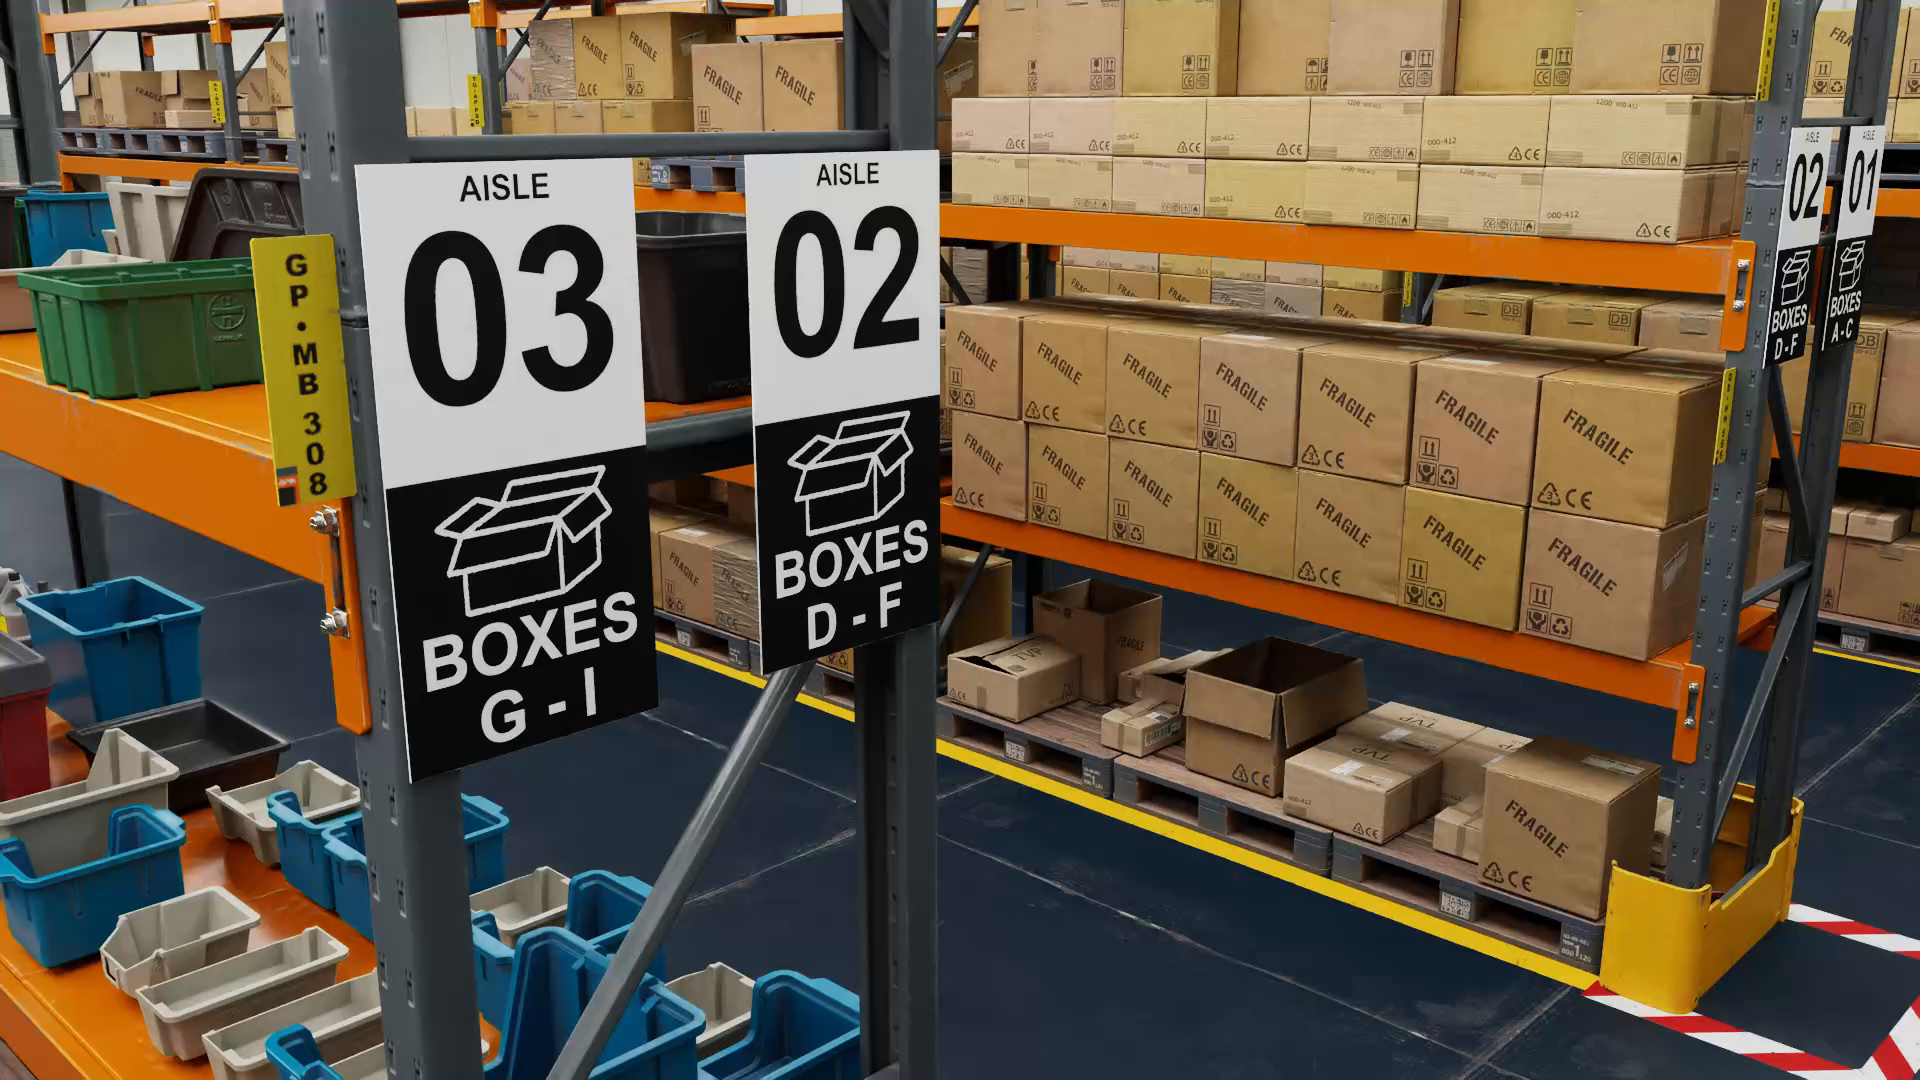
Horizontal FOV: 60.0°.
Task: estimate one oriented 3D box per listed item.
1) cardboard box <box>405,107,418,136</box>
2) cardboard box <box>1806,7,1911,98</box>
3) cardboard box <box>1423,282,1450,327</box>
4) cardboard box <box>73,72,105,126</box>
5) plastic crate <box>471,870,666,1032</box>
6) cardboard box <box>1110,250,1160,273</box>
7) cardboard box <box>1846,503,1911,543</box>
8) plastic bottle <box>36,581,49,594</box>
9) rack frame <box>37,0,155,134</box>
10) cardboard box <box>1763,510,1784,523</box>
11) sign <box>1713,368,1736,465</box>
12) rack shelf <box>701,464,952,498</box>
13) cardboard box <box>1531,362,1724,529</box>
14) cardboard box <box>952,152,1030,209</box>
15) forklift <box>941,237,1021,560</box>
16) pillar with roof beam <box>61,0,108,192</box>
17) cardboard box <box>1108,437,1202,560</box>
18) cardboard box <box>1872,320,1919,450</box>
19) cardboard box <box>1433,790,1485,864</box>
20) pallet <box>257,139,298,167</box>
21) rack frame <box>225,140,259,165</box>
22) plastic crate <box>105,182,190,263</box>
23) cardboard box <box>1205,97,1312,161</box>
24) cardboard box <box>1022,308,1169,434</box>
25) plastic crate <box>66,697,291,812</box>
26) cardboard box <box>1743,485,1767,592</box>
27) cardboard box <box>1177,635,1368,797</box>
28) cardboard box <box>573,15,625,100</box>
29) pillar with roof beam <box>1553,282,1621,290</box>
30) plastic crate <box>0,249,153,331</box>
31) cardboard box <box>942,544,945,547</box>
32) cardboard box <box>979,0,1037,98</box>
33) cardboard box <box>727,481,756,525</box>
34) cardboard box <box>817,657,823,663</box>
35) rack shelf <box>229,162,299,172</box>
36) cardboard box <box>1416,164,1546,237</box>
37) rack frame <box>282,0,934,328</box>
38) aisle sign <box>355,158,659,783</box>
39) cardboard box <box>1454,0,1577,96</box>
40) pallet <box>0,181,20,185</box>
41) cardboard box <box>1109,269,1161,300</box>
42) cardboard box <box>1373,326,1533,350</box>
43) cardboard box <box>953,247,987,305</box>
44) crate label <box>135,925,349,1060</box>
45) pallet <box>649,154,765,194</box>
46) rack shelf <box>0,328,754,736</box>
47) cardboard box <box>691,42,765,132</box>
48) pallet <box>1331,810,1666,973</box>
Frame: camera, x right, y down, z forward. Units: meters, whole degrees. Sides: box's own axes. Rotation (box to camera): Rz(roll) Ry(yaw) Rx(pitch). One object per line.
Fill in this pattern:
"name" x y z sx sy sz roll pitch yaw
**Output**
"cardboard box" -3.907 -3.048 12.196 0.500 0.250 0.500 13 20 41
"cardboard box" 5.378 -2.867 9.817 0.500 0.500 0.500 -14 20 -43
"cardboard box" 3.412 -1.734 12.809 0.500 0.500 0.500 13 19 40
"cardboard box" -8.096 -4.277 16.134 0.797 0.503 0.637 -13 19 -40
"plastic crate" -0.852 0.926 3.640 0.300 0.233 0.416 14 20 42
"cardboard box" 1.586 -2.364 13.739 0.500 0.250 0.500 14 20 43
"cardboard box" 5.655 -0.107 10.231 0.250 0.149 0.380 13 20 42
"plastic bottle" -3.373 0.284 6.124 0.133 0.283 0.061 14 20 42
"rack frame" -8.506 -5.509 16.228 0.127 3.000 1.000 14 20 42
"cardboard box" 5.151 0.021 11.027 0.500 0.500 0.700 13 19 40
"sign" 2.612 -0.422 5.679 0.005 0.325 0.100 14 20 42
"rack shelf" -1.308 -0.508 10.358 4.000 0.370 1.077 14 20 42
"cardboard box" 2.500 -0.366 6.206 0.500 0.500 0.500 13 20 42
"cardboard box" 0.310 -1.755 8.066 0.500 0.250 0.500 14 20 42
"forklift" -0.163 -1.267 11.980 1.130 2.935 3.031 4 15 15
"pillar with roof beam" -19.912 -8.812 28.905 0.400 9.000 9.100 14 20 42
"cardboard box" 1.039 -0.239 7.700 0.500 0.500 0.500 14 20 42
"cardboard box" 6.073 -0.938 9.989 0.980 0.700 0.700 -13 20 -42
"cardboard box" 2.220 1.215 7.068 0.250 0.166 0.380 14 20 42
"pallet" -4.983 -3.113 13.360 1.217 0.209 0.805 13 19 40
"rack frame" -5.627 -1.906 14.298 0.127 3.000 1.000 14 20 42
"plastic crate" -1.810 -0.745 4.130 0.530 0.282 0.437 14 20 42
"cardboard box" 1.383 -1.732 6.988 0.500 0.250 0.500 14 20 42
"cardboard box" 0.648 -0.814 7.927 0.500 0.500 0.500 13 19 40
"plastic crate" -2.316 0.644 4.939 0.590 0.125 0.437 14 20 42
"cardboard box" 2.875 0.020 6.707 0.500 0.500 0.500 -14 20 -43
"cardboard box" 1.488 0.817 7.925 0.637 0.503 0.797 14 20 42
"cardboard box" -2.071 -3.023 10.454 0.500 0.500 0.500 14 20 42
"pillar with roof beam" 1.684 -3.562 8.755 0.400 9.000 9.100 14 20 42
"plastic crate" -2.089 -0.548 3.660 0.530 0.136 0.437 14 20 42
"cardboard box" -0.439 0.271 10.029 0.500 0.500 0.500 14 20 43
"cardboard box" 0.509 -2.411 8.107 0.500 0.500 0.700 14 20 42
"cardboard box" -1.128 -0.264 10.592 0.500 0.250 0.500 13 20 41
"cardboard box" -0.772 0.369 9.654 0.500 0.500 0.500 14 20 42
"rack shelf" -4.187 -2.659 12.667 4.000 0.370 1.077 14 20 42
"cardboard box" 2.106 -1.316 6.383 0.500 0.250 0.500 14 20 42
"rack frame" -0.429 -1.810 2.033 0.127 3.000 1.000 14 20 42
"aisle sign" -0.581 -0.100 2.209 0.004 0.787 0.394 14 20 42
"cardboard box" 2.329 -1.979 6.449 0.500 0.500 0.700 14 20 42
"pallet" -3.941 -1.087 5.580 1.003 0.211 1.213 14 20 42
"cardboard box" 1.587 -1.996 13.815 0.500 0.500 0.500 14 20 42
"cardboard box" 2.137 -0.642 7.266 0.500 0.500 0.500 14 20 43
"cardboard box" 0.343 -2.447 15.305 0.500 0.500 0.700 11 18 36
"crate label" -1.558 0.984 3.612 0.243 0.136 0.396 14 20 42
"pallet" -1.037 -2.174 9.751 1.003 0.211 1.213 14 20 42
"rack shelf" -1.869 -0.361 3.845 4.000 0.370 1.077 14 20 42
"cardboard box" -1.141 -2.592 9.752 0.600 0.600 0.600 13 19 40
"pallet" 2.382 1.391 7.175 1.213 0.211 1.003 14 20 42
